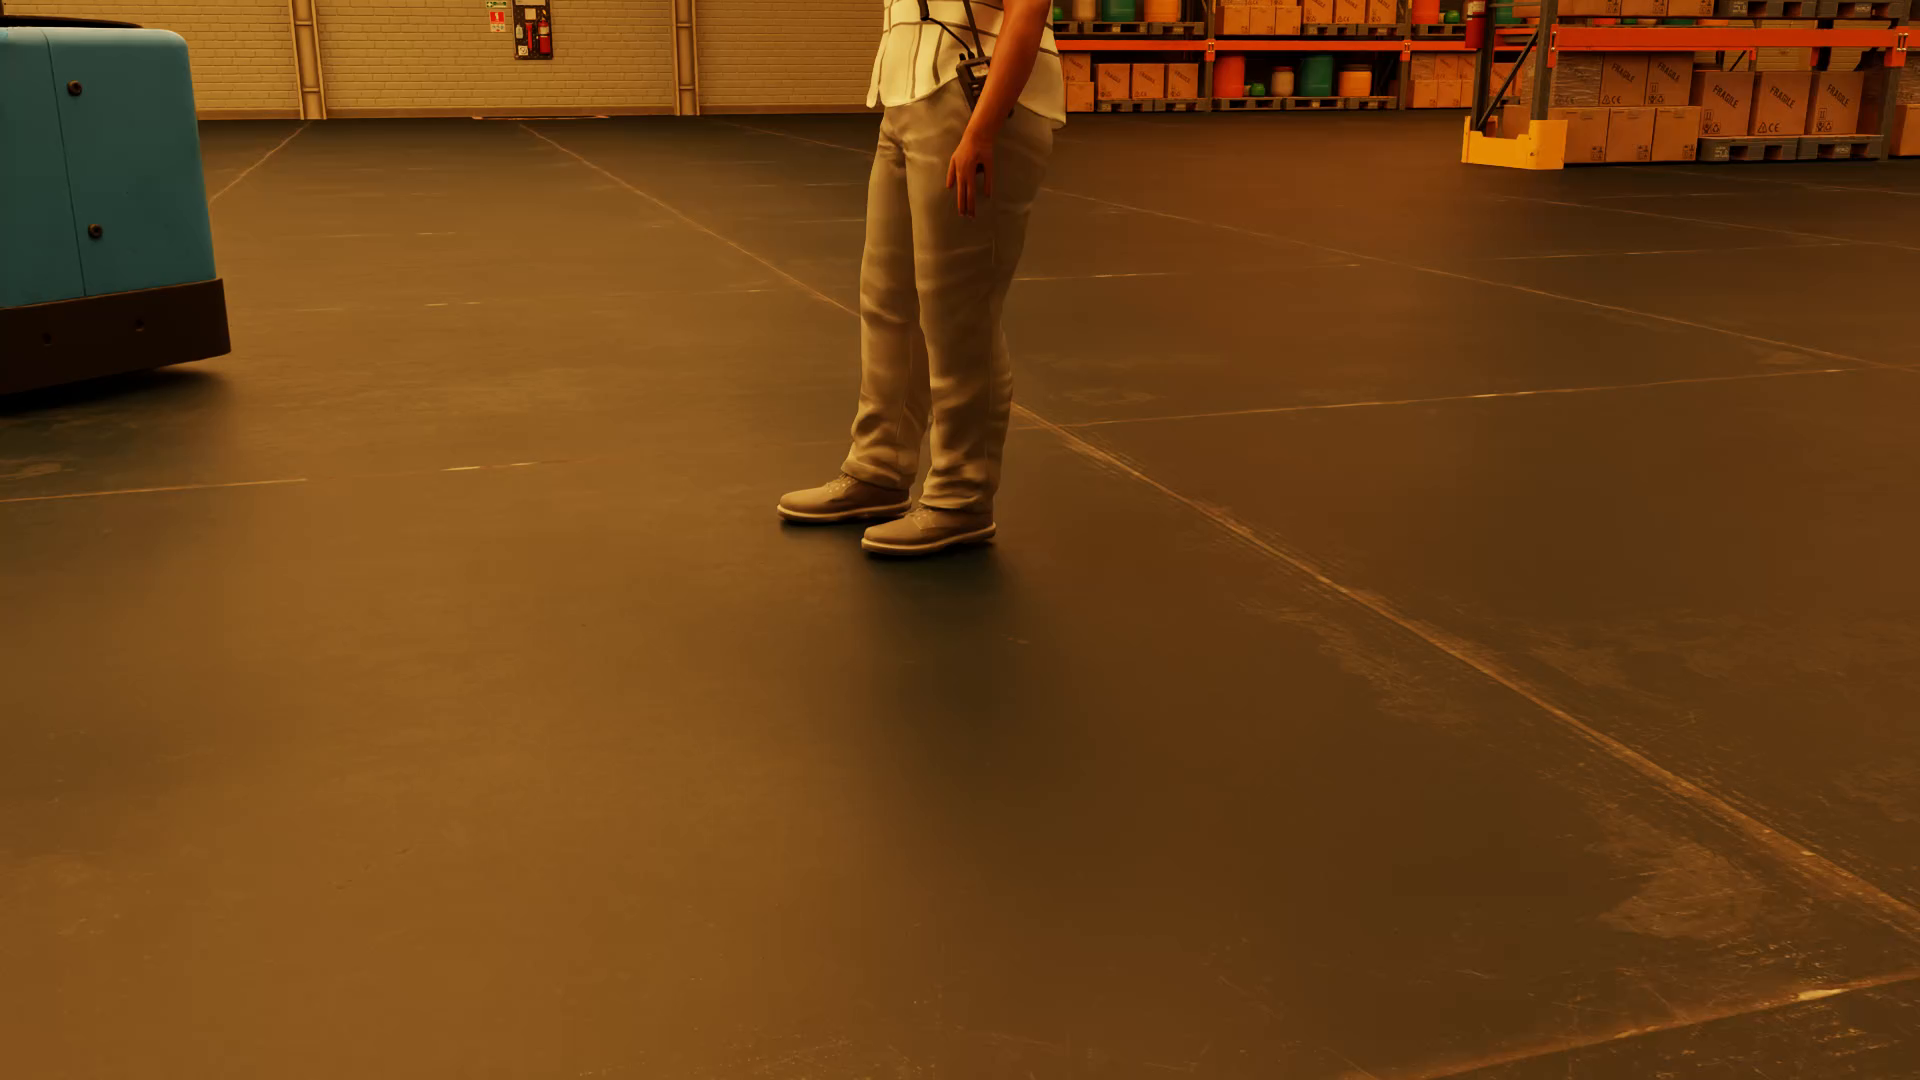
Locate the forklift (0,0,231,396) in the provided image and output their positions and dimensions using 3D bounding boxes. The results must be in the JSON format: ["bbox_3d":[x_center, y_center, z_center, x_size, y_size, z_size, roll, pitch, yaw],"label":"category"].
[{"bbox_3d":[-3.910,-2.020,5.253,3.031,2.935,1.130,8,18,26],"label":"forklift"}]

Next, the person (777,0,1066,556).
[{"bbox_3d":[-0.080,-0.807,3.328,0.529,1.670,0.598,-5,17,-17],"label":"person"}]
